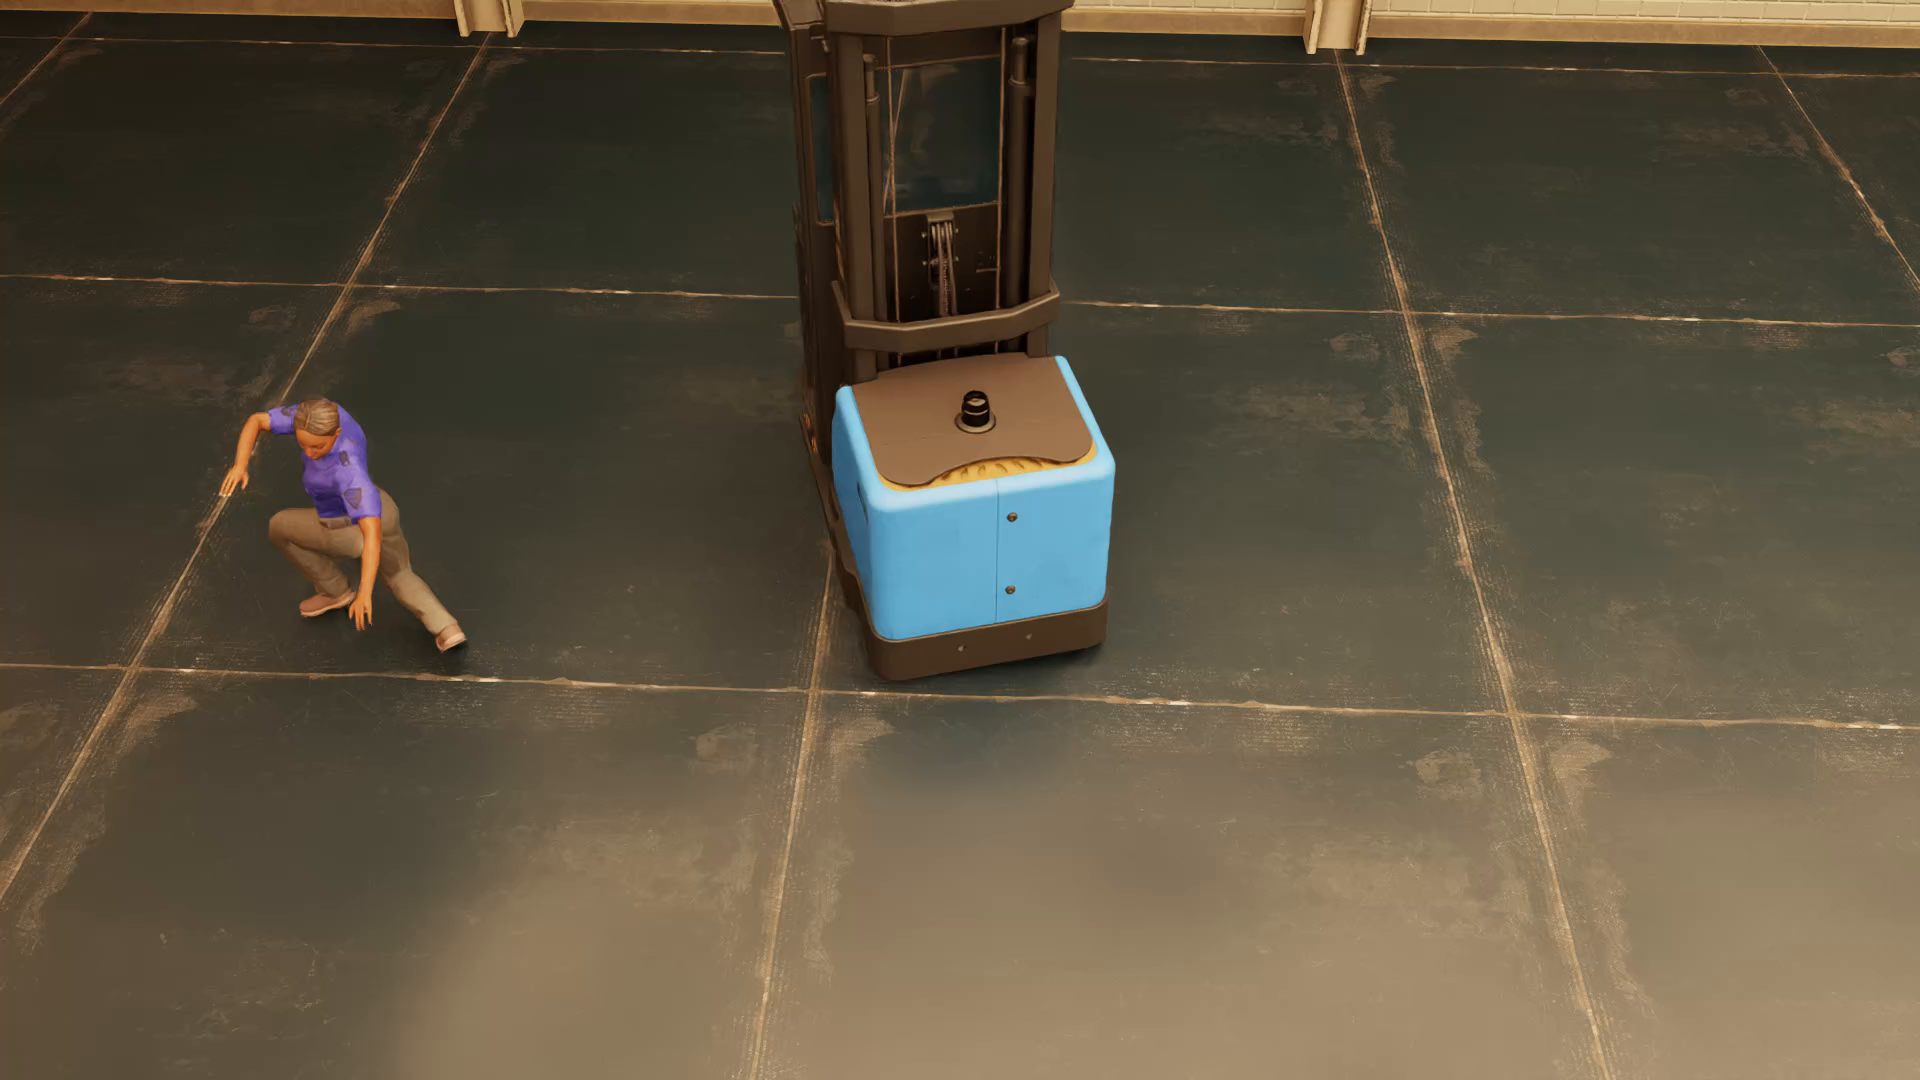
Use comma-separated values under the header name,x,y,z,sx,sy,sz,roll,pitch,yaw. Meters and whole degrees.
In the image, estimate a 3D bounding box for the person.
name,x,y,z,sx,sy,sz,roll,pitch,yaw
person,-2.604,0.009,6.908,0.942,1.403,0.759,10,43,11

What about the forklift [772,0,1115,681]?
name,x,y,z,sx,sy,sz,roll,pitch,yaw
forklift,-0.196,-1.484,7.368,1.130,2.935,3.031,-9,43,-10
